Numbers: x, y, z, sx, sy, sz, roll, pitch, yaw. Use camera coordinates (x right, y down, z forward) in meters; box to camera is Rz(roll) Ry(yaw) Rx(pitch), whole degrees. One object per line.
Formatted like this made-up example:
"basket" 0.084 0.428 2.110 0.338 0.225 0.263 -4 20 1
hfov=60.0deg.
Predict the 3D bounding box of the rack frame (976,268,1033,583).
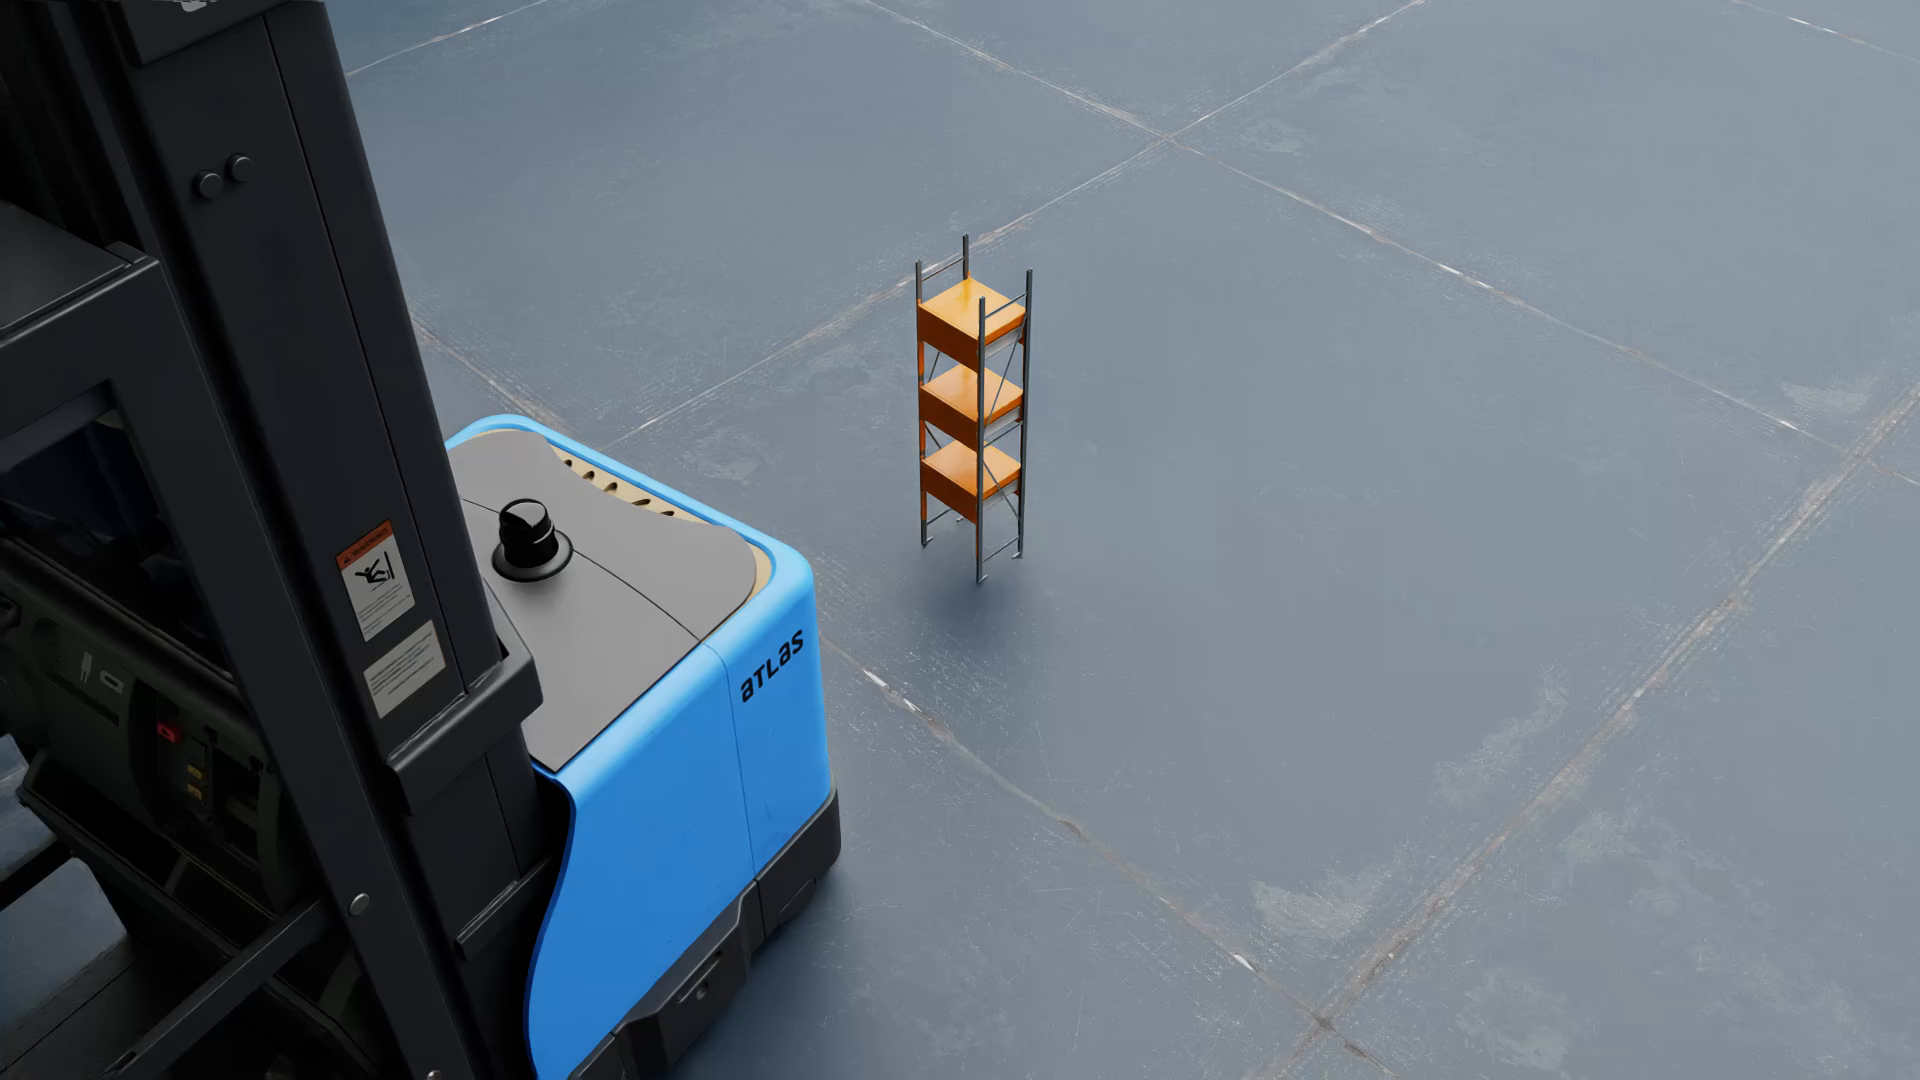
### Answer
"rack frame" 0.124 -0.301 4.802 0.200 1.050 0.008 -34 53 -31

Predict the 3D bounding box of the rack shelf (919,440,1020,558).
"rack shelf" 0.038 -0.148 5.062 0.215 0.259 0.240 -34 53 -31

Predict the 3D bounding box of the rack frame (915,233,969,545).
"rack frame" -0.048 -0.418 4.929 0.200 1.050 0.008 -34 53 -31

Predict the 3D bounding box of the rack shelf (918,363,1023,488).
"rack shelf" 0.038 -0.352 4.873 0.215 0.259 0.240 -34 53 -31

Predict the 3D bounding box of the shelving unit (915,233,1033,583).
"shelving unit" 0.038 -0.360 4.866 0.215 1.050 0.252 -34 53 -31

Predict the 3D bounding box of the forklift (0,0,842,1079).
"forklift" -1.552 0.393 2.665 1.130 2.935 3.031 25 48 24

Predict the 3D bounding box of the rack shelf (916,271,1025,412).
"rack shelf" 0.038 -0.561 4.680 0.215 0.259 0.240 -34 53 -31
